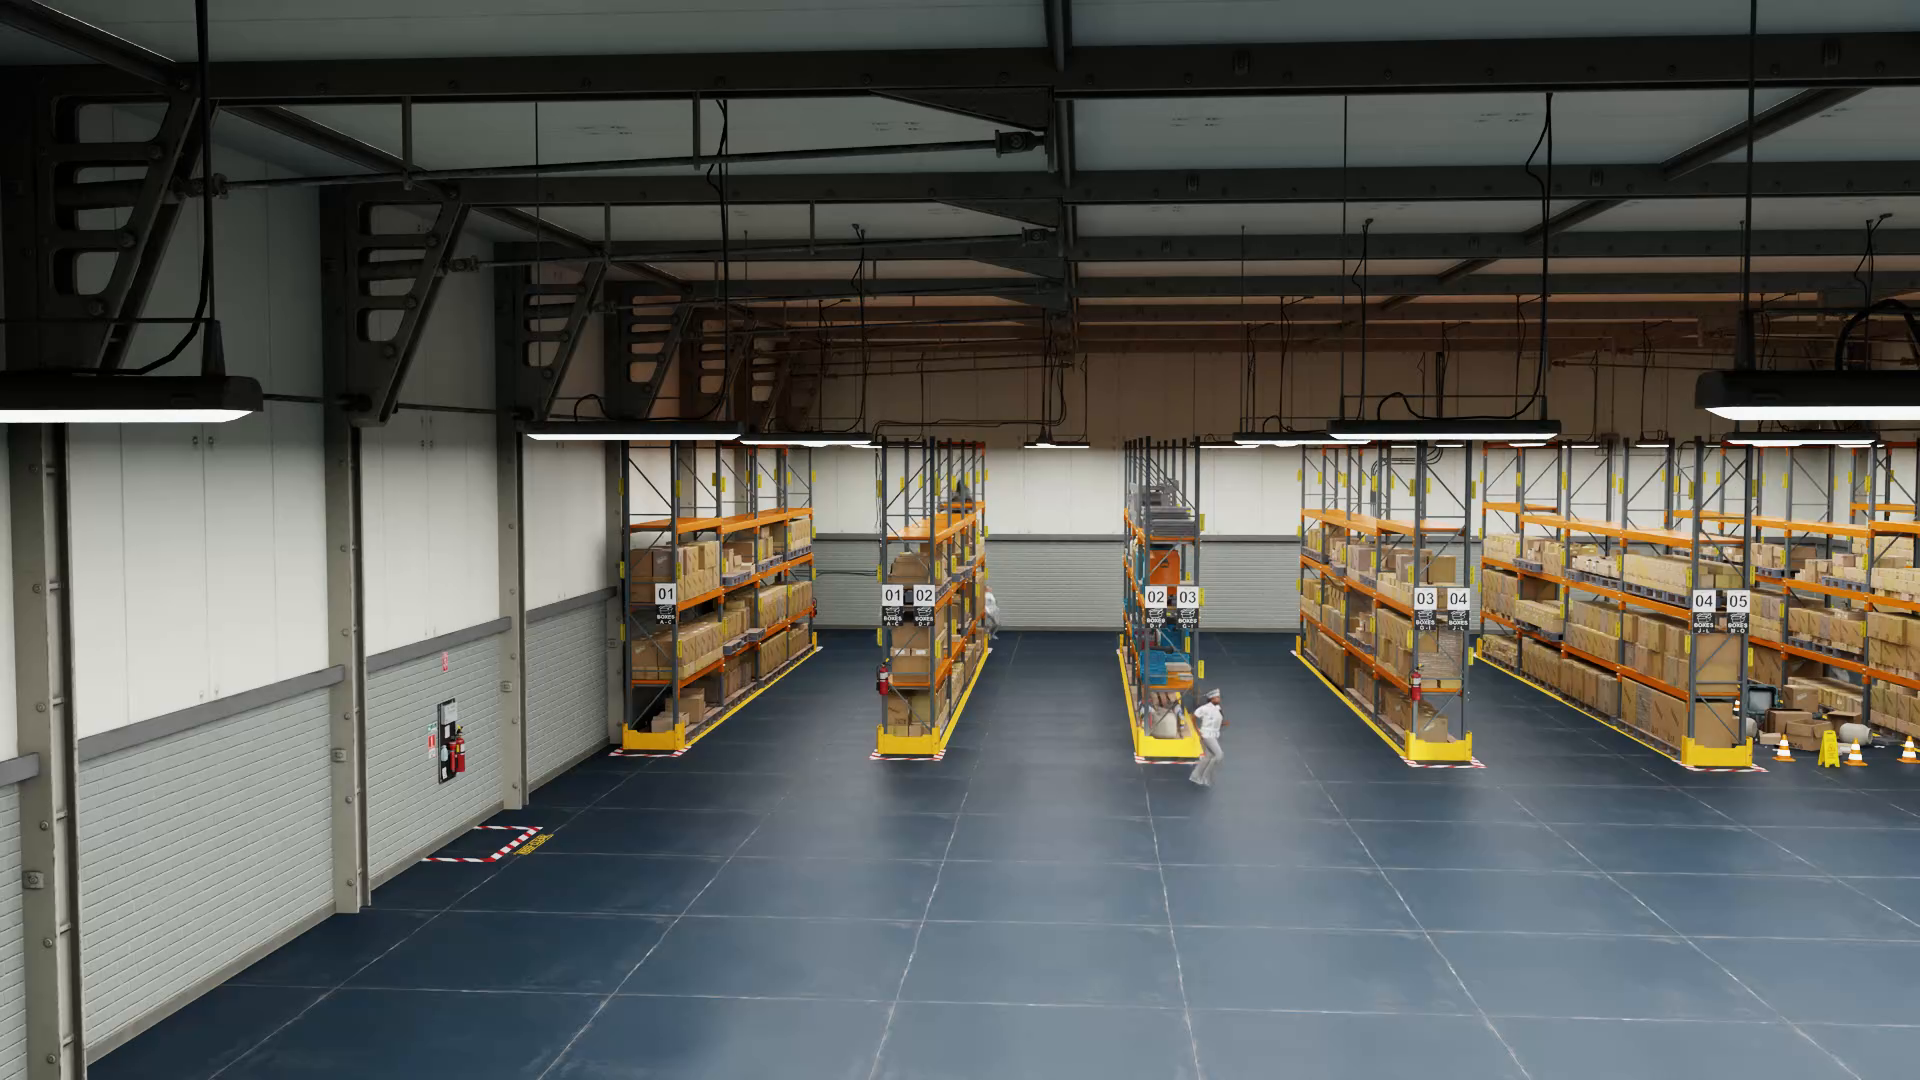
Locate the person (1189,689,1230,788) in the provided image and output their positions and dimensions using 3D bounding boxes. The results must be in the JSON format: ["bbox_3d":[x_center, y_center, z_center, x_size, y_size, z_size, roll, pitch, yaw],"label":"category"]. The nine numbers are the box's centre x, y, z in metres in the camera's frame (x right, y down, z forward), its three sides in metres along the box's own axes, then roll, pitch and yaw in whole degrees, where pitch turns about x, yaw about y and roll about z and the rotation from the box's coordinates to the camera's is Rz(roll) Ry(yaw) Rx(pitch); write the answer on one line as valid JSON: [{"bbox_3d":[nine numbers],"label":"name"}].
[{"bbox_3d":[4.256,3.370,28.335,0.730,1.683,0.559,2,4,35],"label":"person"}]

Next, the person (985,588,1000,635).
[{"bbox_3d":[0.931,2.046,48.273,0.445,1.483,0.397,1,3,23],"label":"person"}]

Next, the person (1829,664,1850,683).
[{"bbox_3d":[21.045,2.694,39.725,0.393,1.678,0.539,0,3,3],"label":"person"}]
